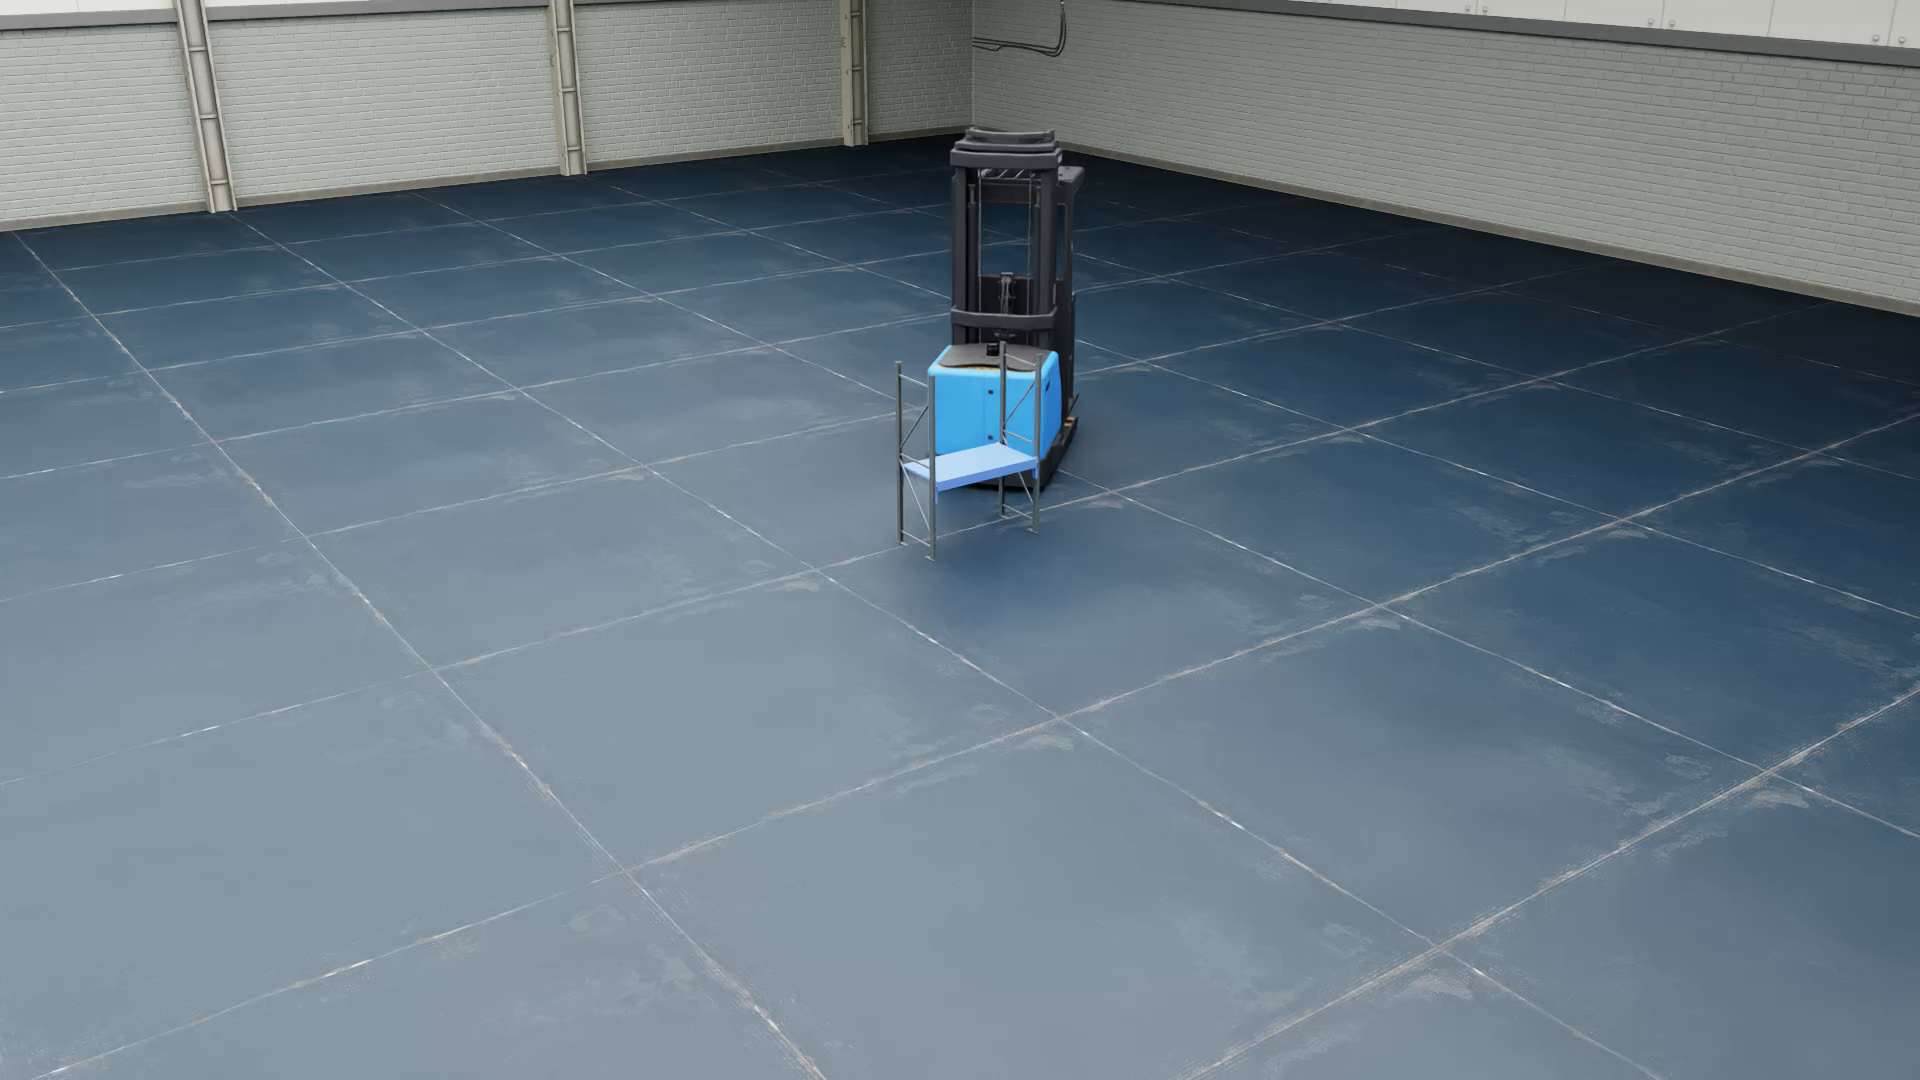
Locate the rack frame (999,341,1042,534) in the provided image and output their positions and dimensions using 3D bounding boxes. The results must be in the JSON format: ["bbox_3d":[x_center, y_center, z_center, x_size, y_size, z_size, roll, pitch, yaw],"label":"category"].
[{"bbox_3d":[0.482,-0.825,13.440,0.032,1.500,0.500,-15,26,-33],"label":"rack frame"}]

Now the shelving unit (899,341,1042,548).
[{"bbox_3d":[0.073,-0.716,13.167,1.039,1.500,0.500,-15,26,-33],"label":"shelving unit"}]

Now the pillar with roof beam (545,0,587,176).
[{"bbox_3d":[-4.432,-9.466,24.977,0.400,9.000,9.100,-15,26,-33],"label":"pillar with roof beam"}]

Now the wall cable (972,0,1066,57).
[{"bbox_3d":[1.088,-10.858,32.654,0.112,2.526,3.097,-15,26,-33],"label":"wall cable"}]

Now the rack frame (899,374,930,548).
[{"bbox_3d":[-0.344,-0.606,12.890,0.013,1.308,0.475,-15,26,-33],"label":"rack frame"}]

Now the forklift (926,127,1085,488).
[{"bbox_3d":[0.517,-2.327,15.272,1.130,2.935,3.031,5,22,11],"label":"forklift"}]

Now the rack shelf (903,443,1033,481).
[{"bbox_3d":[0.069,-0.610,13.207,0.952,0.026,0.459,-15,26,-33],"label":"rack shelf"}]

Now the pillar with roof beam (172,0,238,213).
[{"bbox_3d":[-9.303,-8.168,21.723,0.400,9.000,9.100,-15,26,-33],"label":"pillar with roof beam"}]

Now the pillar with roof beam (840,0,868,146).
[{"bbox_3d":[0.438,-10.765,28.232,0.400,9.000,9.100,-15,26,-33],"label":"pillar with roof beam"}]
